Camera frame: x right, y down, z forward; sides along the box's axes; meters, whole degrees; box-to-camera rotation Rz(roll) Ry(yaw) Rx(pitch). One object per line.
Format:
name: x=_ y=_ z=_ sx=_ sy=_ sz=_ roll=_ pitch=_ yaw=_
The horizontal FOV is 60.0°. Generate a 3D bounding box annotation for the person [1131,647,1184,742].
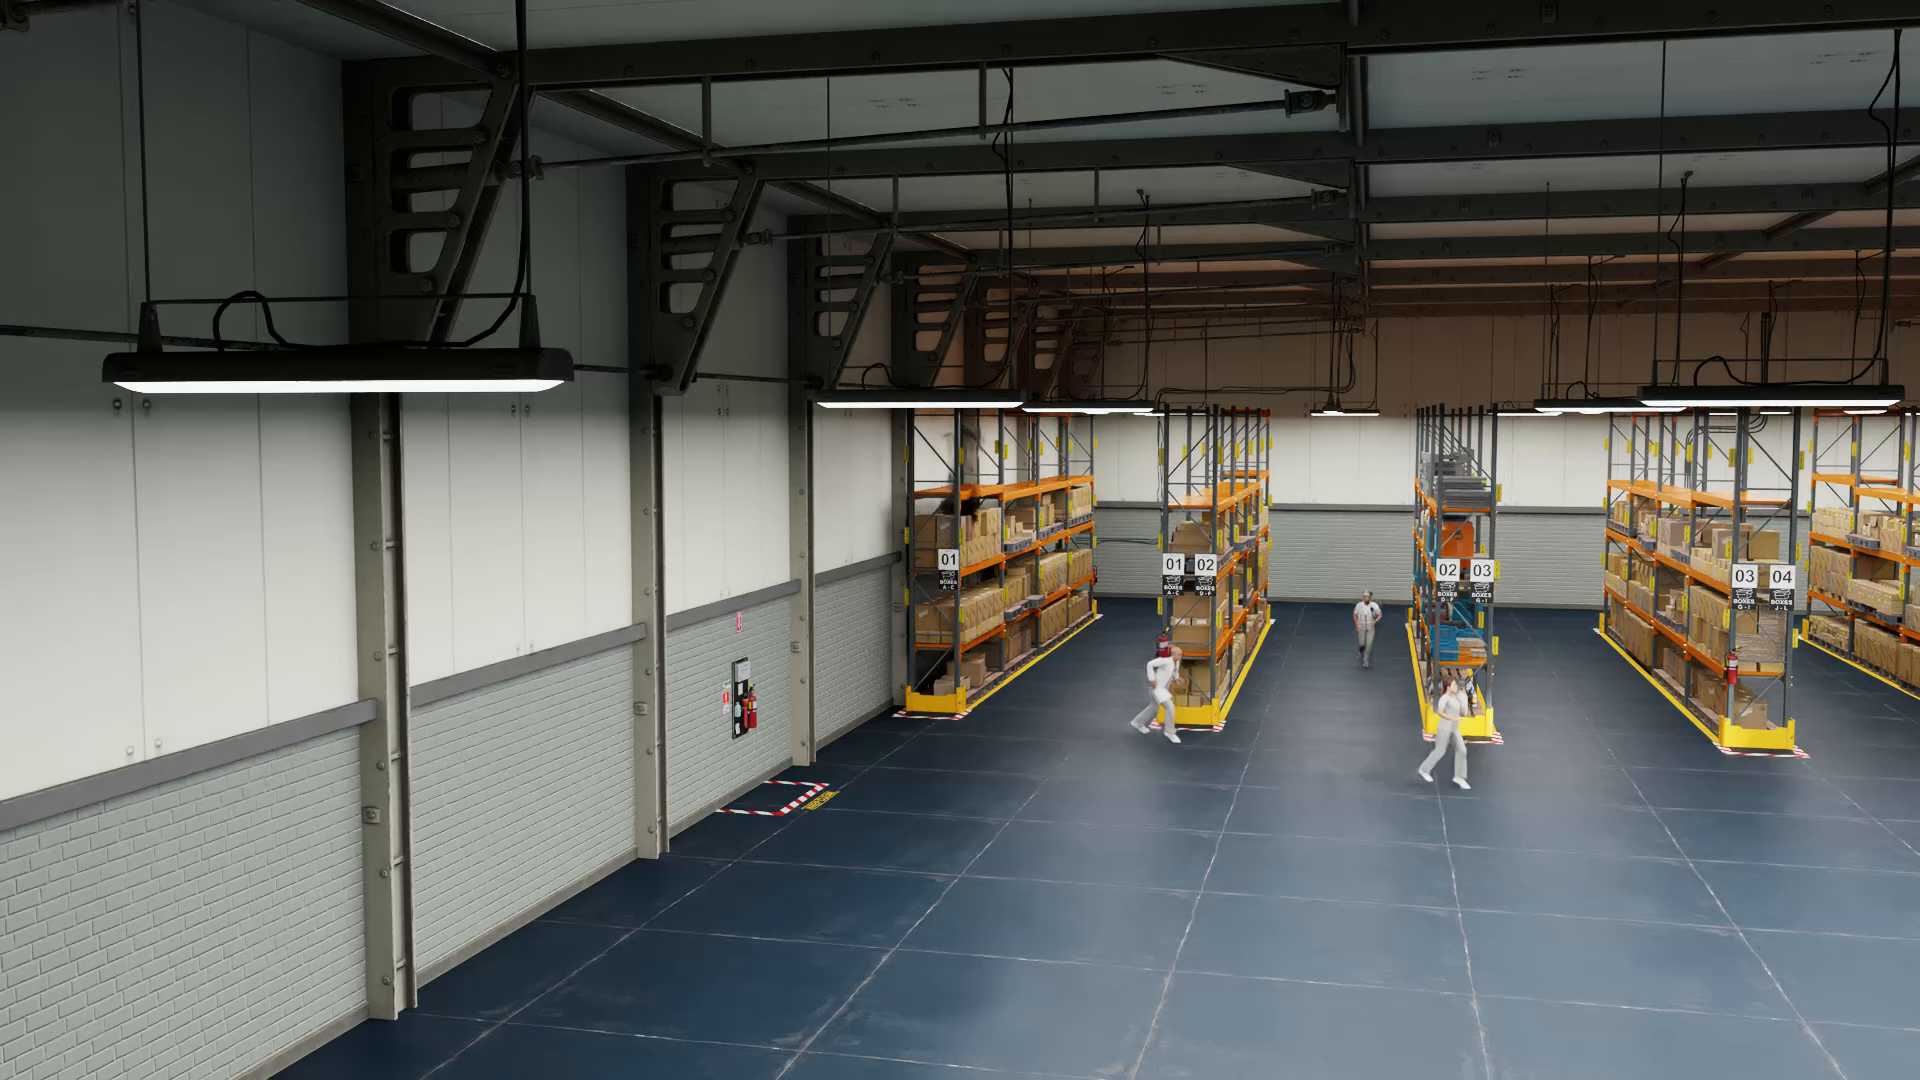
person: x=3.508 y=2.745 z=29.712 sx=1.057 sy=1.741 sz=0.753 roll=3 pitch=5 yaw=37

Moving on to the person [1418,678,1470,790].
person: x=7.624 y=2.992 z=25.991 sx=0.602 sy=1.697 sz=0.871 roll=-4 pitch=6 yaw=-44

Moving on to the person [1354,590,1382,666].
person: x=9.481 y=2.042 z=38.691 sx=0.653 sy=1.758 sz=0.645 roll=1 pitch=4 yaw=18
